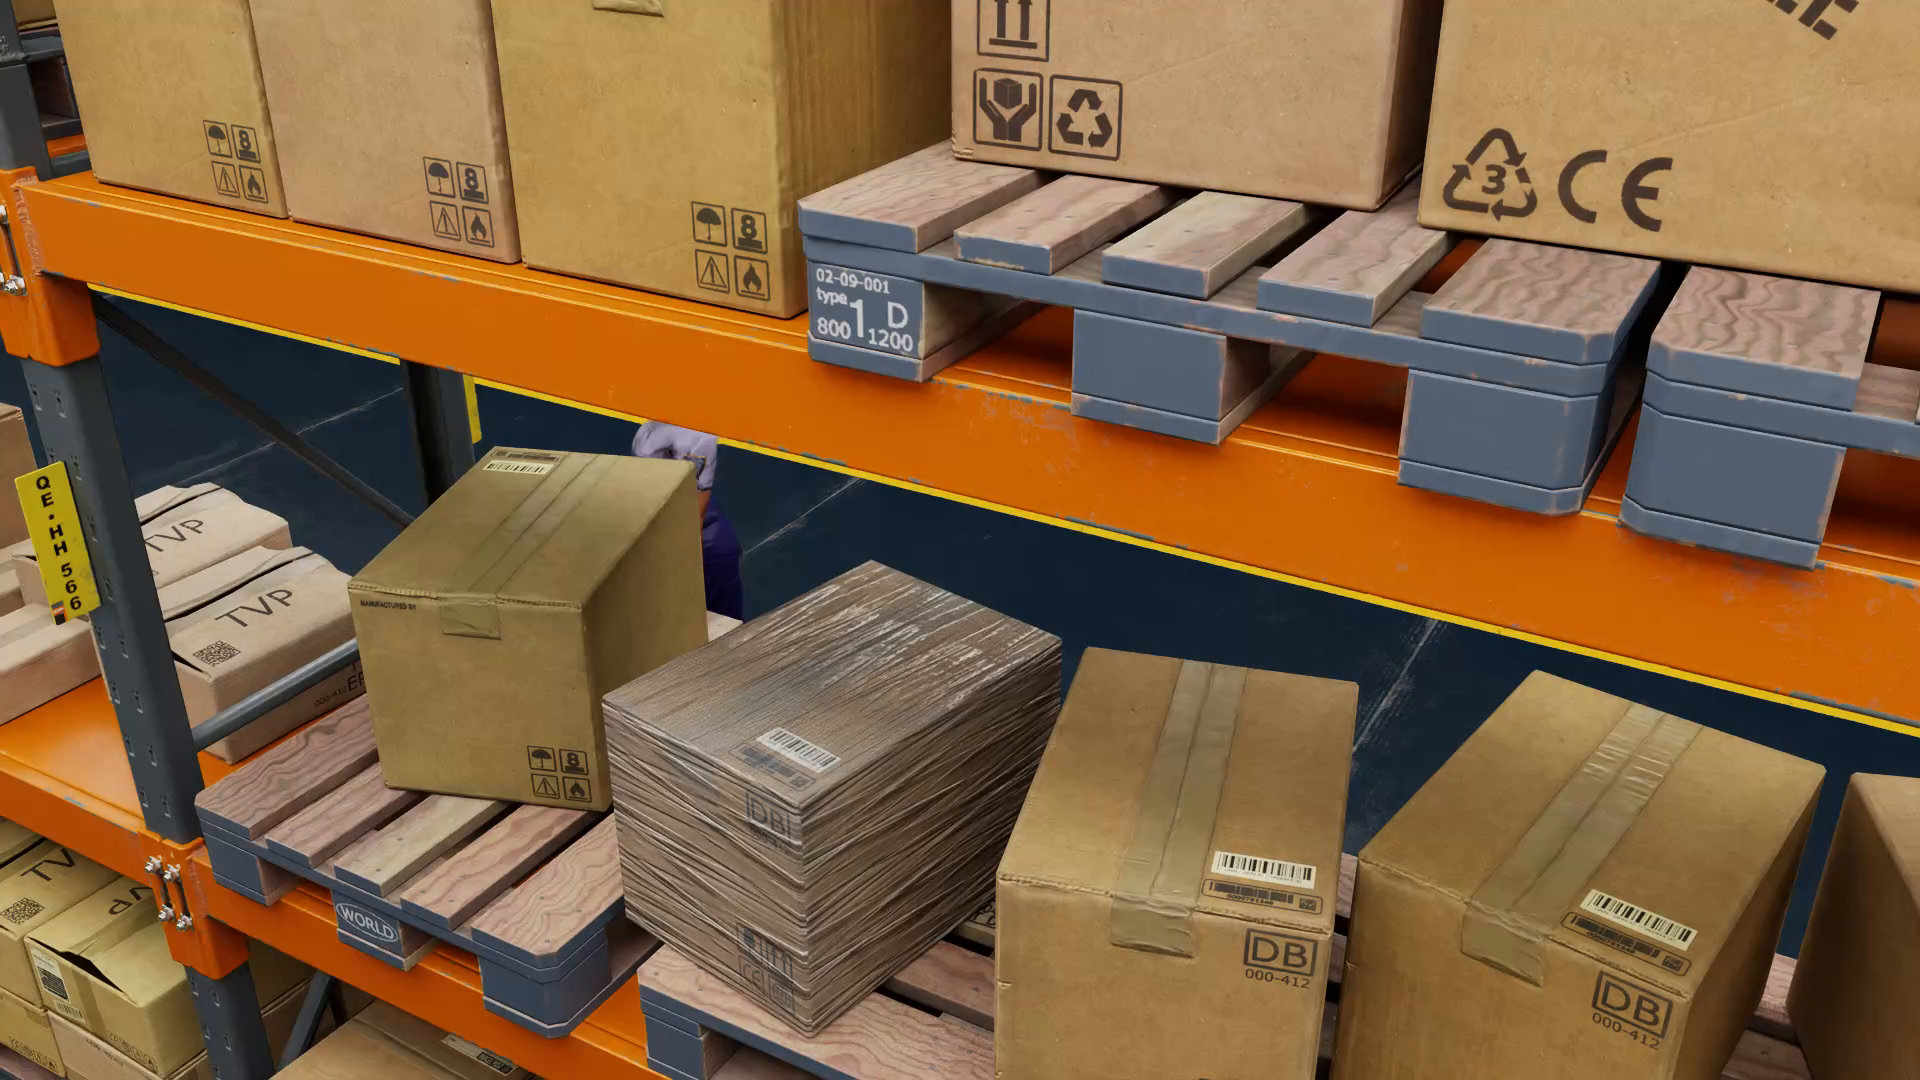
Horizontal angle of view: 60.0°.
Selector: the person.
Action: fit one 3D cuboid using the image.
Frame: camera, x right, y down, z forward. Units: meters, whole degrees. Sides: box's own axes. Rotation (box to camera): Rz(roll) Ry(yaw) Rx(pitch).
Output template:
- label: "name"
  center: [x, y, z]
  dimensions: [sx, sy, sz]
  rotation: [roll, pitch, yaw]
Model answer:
- label: "person"
  center: [-1.018, 0.015, 6.113]
  dimensions: [0.618, 1.630, 0.584]
  rotation: [-10, 28, -19]
